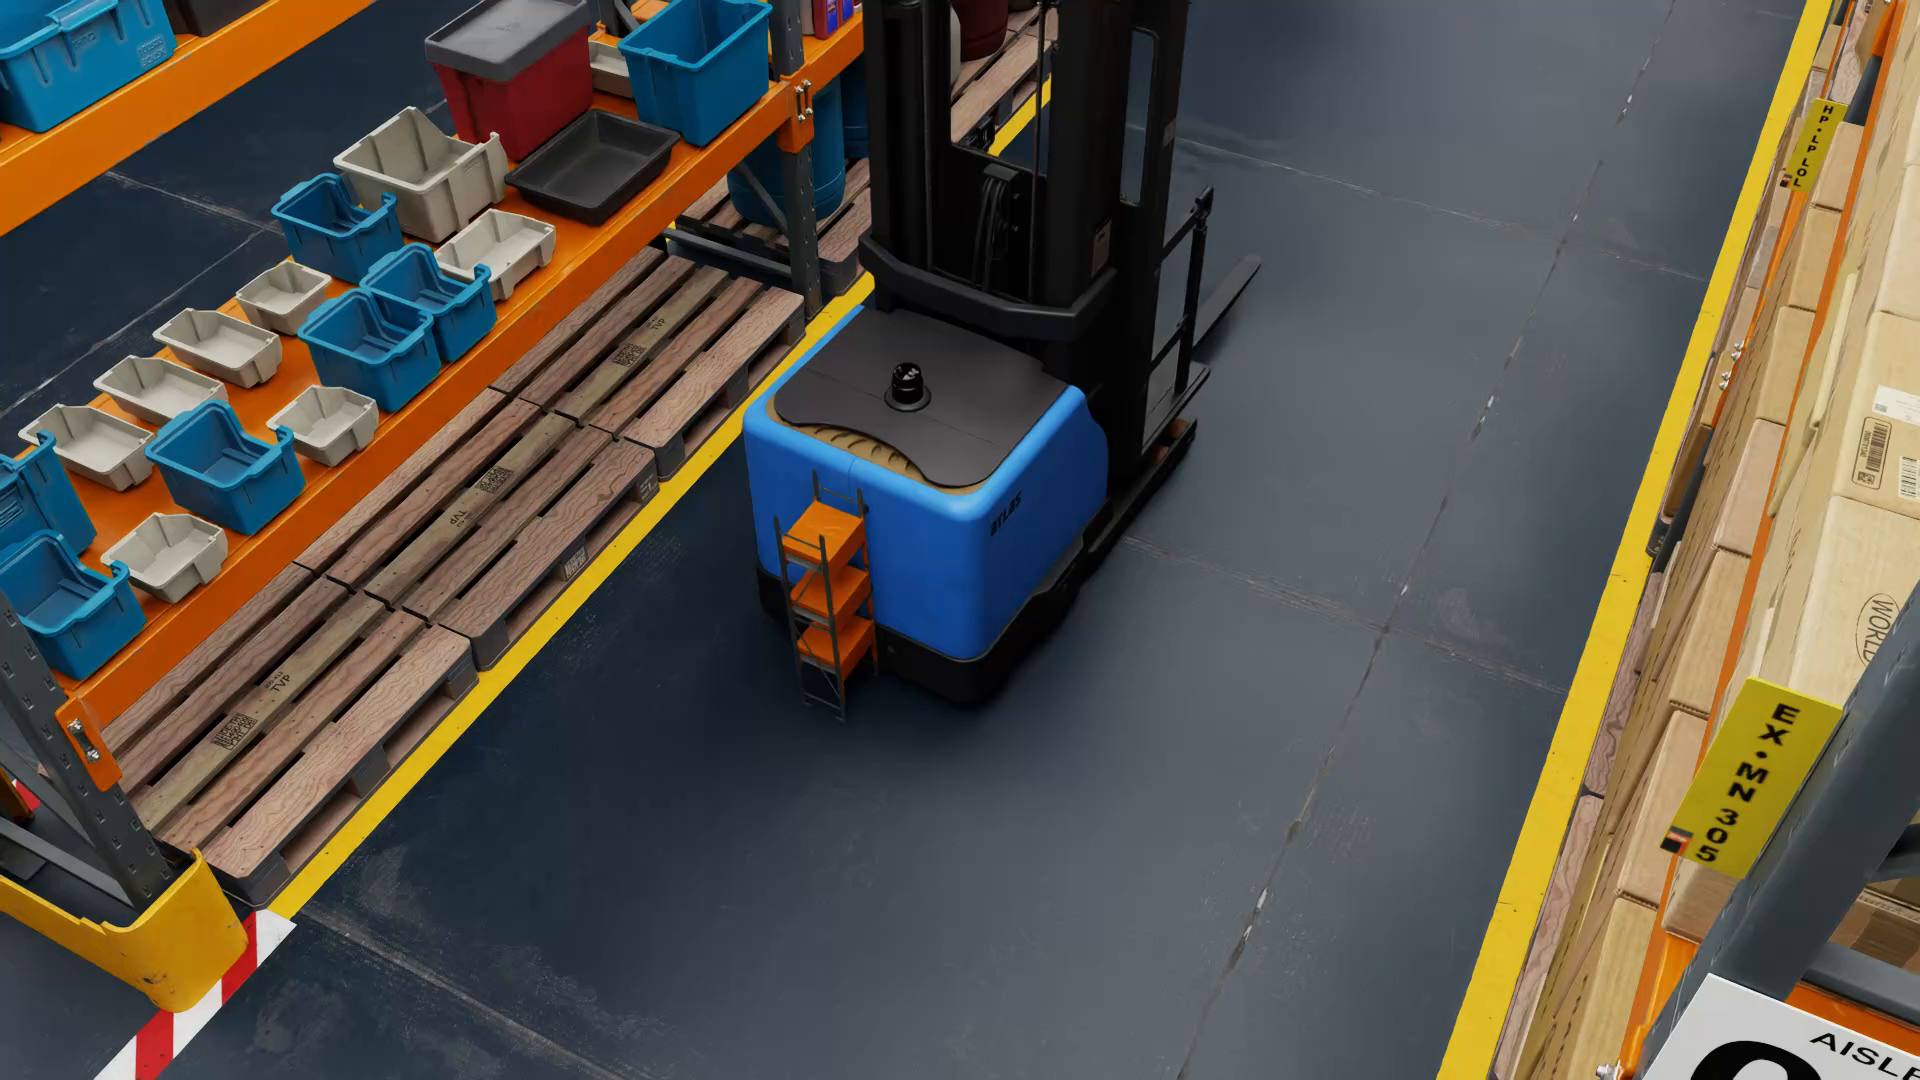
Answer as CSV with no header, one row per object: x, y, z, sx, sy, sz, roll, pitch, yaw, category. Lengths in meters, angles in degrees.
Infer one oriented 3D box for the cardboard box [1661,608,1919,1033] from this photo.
1.391,0.428,2.494,0.500,0.250,0.500,20,49,19,cardboard box

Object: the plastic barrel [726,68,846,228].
-0.875,-2.064,8.141,0.600,0.901,0.708,20,49,19,plastic barrel

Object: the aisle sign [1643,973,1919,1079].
1.083,0.869,2.234,0.394,0.787,0.004,20,49,19,aisle sign

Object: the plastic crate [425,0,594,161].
-1.779,-1.881,6.693,0.402,0.464,0.583,20,49,19,plastic crate

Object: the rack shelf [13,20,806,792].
-2.071,-0.804,6.221,1.077,0.370,4.000,20,49,19,rack shelf

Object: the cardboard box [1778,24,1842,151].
4.635,-2.283,8.625,0.500,0.500,0.500,22,49,21,cardboard box

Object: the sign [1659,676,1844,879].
0.904,0.279,1.913,0.100,0.325,0.005,20,49,19,sign

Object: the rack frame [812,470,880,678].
-0.414,0.148,6.130,0.200,1.050,0.008,22,52,20,rack frame

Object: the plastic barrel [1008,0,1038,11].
0.319,-3.411,9.746,0.421,0.512,0.421,0,45,0,plastic barrel

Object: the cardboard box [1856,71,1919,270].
2.092,-0.690,3.248,0.500,0.250,0.500,20,49,19,cardboard box

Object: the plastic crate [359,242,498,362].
-1.843,-0.825,5.811,0.416,0.233,0.300,20,49,19,plastic crate

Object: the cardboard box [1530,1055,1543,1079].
1.353,1.434,3.434,0.500,0.500,0.500,22,49,20,cardboard box

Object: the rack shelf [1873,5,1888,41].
4.171,-2.741,6.026,1.077,0.370,4.000,20,49,19,rack shelf

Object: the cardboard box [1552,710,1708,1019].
1.583,0.764,3.392,0.500,0.500,0.500,22,49,20,cardboard box

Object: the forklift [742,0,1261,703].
0.392,-1.446,6.398,1.130,2.935,3.031,23,50,21,forklift

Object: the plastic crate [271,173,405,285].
-2.273,-1.138,6.121,0.416,0.233,0.300,20,49,19,plastic crate

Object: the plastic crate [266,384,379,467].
-2.056,-0.374,5.434,0.250,0.136,0.298,20,49,19,plastic crate

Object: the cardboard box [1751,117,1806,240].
4.160,-1.637,7.987,0.500,0.500,0.500,20,49,19,cardboard box

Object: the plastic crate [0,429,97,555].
-3.009,-0.103,4.956,0.616,0.435,0.499,20,49,19,plastic crate

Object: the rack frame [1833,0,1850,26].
5.100,-3.199,8.083,1.000,3.000,0.127,20,49,19,rack frame

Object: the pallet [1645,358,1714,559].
3.587,-0.224,7.103,1.003,0.211,1.213,20,49,19,pallet

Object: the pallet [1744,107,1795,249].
4.720,-1.761,8.622,1.003,0.211,1.213,20,49,19,pallet

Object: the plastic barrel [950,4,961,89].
-0.205,-2.699,9.043,0.421,0.512,0.421,0,45,0,plastic barrel

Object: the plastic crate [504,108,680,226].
-1.424,-1.447,6.503,0.437,0.125,0.590,20,49,19,plastic crate

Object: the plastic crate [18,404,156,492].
-2.781,-0.299,5.360,0.396,0.136,0.243,20,49,19,plastic crate

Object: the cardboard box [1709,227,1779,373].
3.688,-0.985,7.343,0.500,0.500,0.500,21,49,20,cardboard box

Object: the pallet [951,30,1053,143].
-0.182,-2.580,9.432,1.003,0.211,1.213,20,49,19,pallet

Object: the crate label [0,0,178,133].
-2.285,-1.274,4.175,0.408,0.251,0.502,20,49,19,crate label

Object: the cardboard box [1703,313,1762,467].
2.765,-0.483,5.328,0.500,0.500,0.500,22,49,20,cardboard box

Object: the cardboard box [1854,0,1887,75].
4.008,-1.995,6.527,0.700,0.500,0.500,9,46,9,cardboard box

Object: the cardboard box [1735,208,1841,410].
2.536,-0.537,4.678,0.500,0.500,0.500,19,48,18,cardboard box

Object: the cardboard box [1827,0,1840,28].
5.364,-3.118,9.640,0.500,0.250,0.500,20,49,19,cardboard box

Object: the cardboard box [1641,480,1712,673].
2.296,0.155,4.698,0.500,0.500,0.500,20,49,19,cardboard box

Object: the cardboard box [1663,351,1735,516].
3.218,-0.361,6.725,0.500,0.500,0.500,20,49,19,cardboard box

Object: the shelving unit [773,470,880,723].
-0.473,0.228,6.059,0.215,1.050,0.252,22,52,20,shelving unit

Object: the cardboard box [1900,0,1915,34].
2.798,-1.456,4.357,0.500,0.250,0.500,20,49,19,cardboard box

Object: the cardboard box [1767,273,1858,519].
1.853,-0.202,3.117,0.500,0.250,0.500,20,49,19,cardboard box

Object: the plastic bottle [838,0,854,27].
-0.533,-2.450,7.424,0.061,0.283,0.133,20,49,19,plastic bottle

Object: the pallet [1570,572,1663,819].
2.923,0.734,6.157,1.003,0.211,1.213,20,49,19,pallet

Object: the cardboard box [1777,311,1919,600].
1.631,-0.060,2.625,0.500,0.250,0.500,20,49,19,cardboard box

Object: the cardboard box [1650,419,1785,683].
2.058,0.113,4.036,0.500,0.500,0.500,22,49,20,cardboard box

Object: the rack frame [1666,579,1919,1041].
1.386,-0.268,0.968,1.000,3.000,0.127,20,49,19,rack frame

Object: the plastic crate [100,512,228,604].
-2.371,0.053,5.012,0.250,0.136,0.298,20,49,19,plastic crate

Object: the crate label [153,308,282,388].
-2.526,-0.660,5.717,0.396,0.136,0.243,20,49,19,crate label

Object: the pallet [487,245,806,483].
-1.450,-0.861,7.732,1.003,0.211,1.213,20,49,19,pallet

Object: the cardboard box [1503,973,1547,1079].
1.888,1.640,4.924,0.500,0.250,0.500,20,49,19,cardboard box

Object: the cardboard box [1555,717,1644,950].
1.827,0.793,4.067,0.500,0.500,0.500,21,49,19,cardboard box

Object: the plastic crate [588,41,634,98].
-1.485,-1.999,7.040,0.396,0.136,0.243,20,49,19,plastic crate

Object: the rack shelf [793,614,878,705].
-0.467,0.422,6.272,0.215,0.259,0.240,22,52,20,rack shelf

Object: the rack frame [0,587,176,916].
-2.999,0.203,4.720,1.000,3.000,0.127,20,49,19,rack frame

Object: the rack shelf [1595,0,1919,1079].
2.315,-0.221,3.536,1.077,0.370,4.000,20,49,19,rack shelf

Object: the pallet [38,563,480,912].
-2.582,0.676,6.213,1.003,0.211,1.213,20,49,19,pallet

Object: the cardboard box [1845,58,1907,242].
2.329,-0.828,3.736,0.500,0.250,0.500,20,49,19,cardboard box
